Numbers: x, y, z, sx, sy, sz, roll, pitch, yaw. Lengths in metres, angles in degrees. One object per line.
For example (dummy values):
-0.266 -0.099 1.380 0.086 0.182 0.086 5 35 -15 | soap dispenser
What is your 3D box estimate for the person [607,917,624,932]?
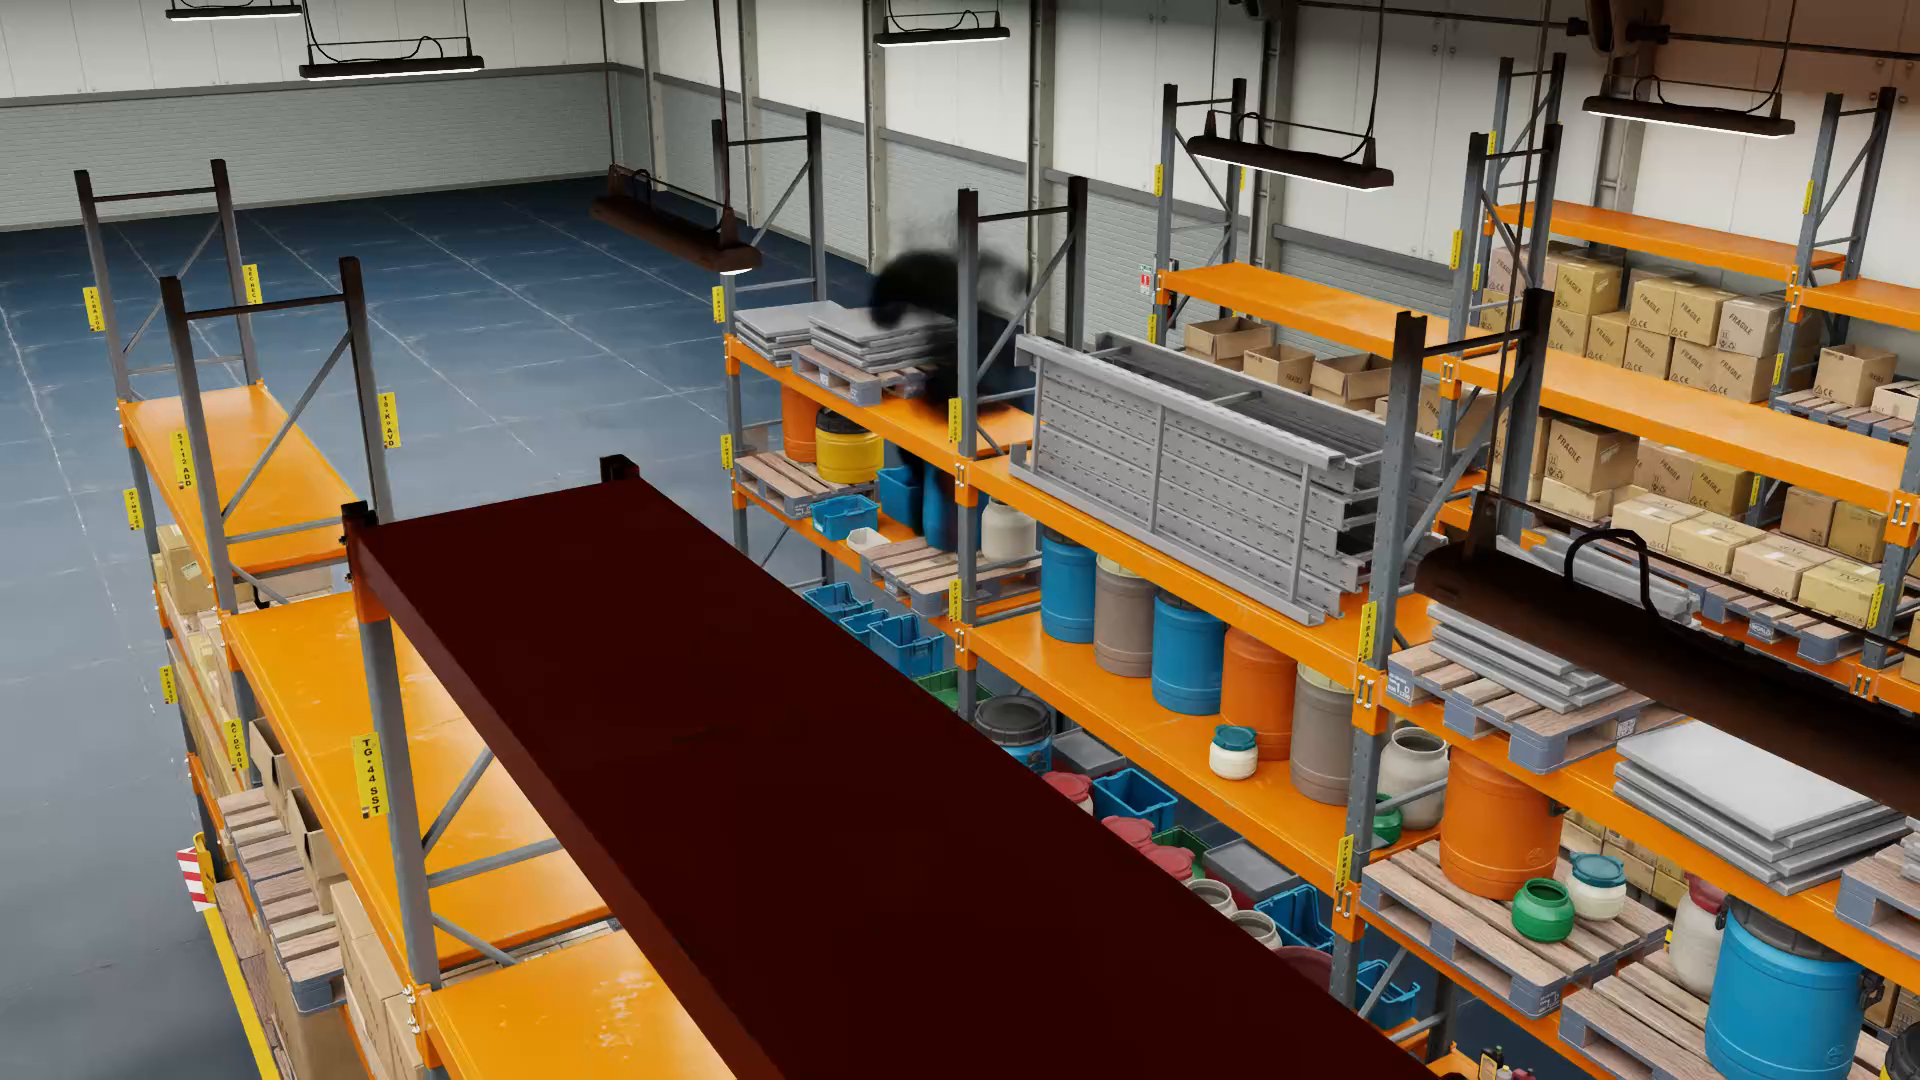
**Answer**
-2.176 2.986 10.858 0.653 1.740 0.552 -15 26 -33 | person
